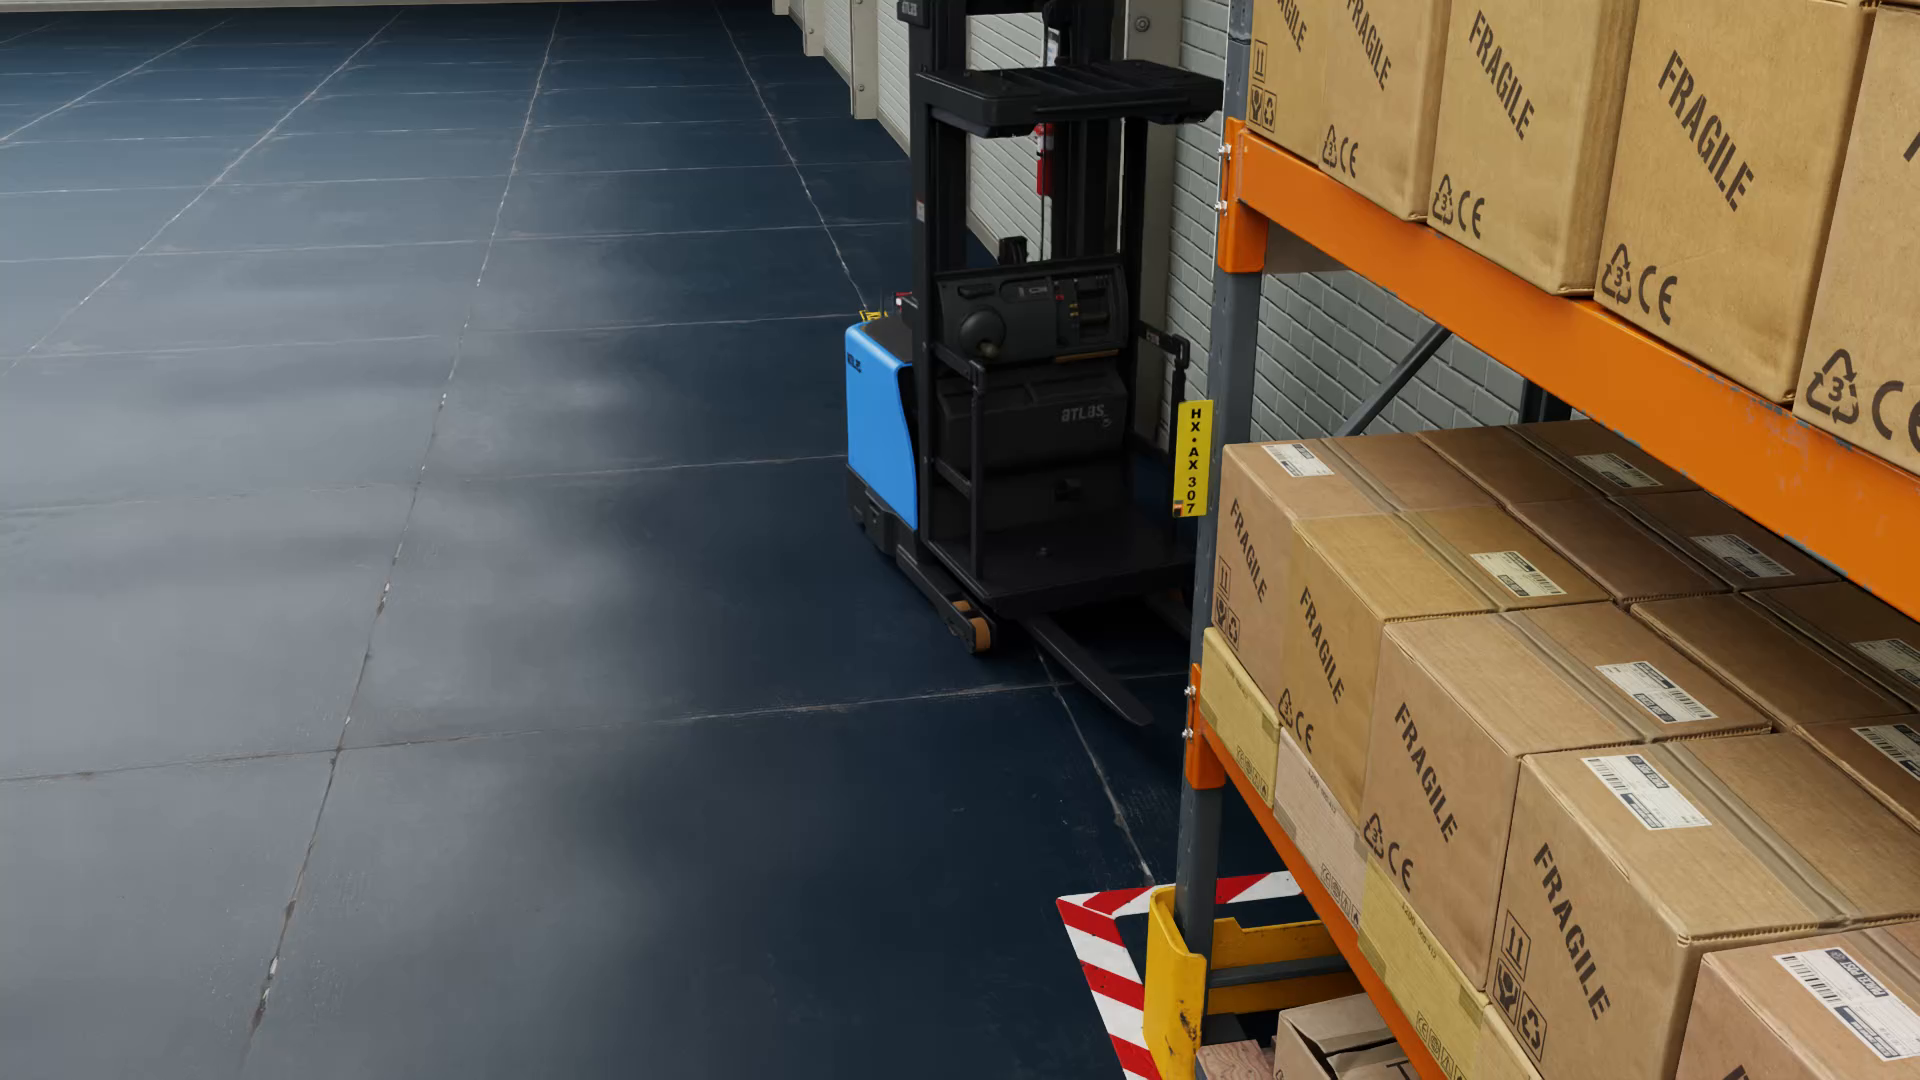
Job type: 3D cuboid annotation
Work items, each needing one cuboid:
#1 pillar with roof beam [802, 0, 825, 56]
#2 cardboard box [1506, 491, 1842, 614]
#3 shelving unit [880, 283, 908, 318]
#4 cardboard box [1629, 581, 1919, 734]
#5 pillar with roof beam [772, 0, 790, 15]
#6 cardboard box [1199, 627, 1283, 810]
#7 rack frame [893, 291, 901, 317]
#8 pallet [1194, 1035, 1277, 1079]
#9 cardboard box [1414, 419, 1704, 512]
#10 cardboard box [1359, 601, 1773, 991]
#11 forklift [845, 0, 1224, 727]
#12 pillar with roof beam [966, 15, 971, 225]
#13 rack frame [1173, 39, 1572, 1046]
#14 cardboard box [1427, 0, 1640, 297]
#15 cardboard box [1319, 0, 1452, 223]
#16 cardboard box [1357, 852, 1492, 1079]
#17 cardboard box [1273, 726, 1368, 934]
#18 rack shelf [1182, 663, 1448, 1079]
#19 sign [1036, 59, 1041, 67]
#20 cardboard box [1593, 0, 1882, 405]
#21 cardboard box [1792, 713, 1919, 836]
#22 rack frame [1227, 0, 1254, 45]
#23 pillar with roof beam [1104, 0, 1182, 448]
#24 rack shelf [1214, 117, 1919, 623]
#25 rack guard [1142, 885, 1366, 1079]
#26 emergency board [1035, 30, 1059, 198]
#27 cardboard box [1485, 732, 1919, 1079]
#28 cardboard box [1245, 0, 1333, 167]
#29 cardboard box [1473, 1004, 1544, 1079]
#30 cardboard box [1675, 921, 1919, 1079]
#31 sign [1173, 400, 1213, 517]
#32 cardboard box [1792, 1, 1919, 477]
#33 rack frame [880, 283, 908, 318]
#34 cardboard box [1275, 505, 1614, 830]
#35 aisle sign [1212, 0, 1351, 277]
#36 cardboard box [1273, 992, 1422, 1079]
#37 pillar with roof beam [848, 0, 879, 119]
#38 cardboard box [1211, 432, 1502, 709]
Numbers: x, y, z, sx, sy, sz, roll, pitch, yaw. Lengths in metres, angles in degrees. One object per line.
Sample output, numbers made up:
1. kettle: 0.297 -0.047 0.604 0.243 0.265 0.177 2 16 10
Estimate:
1. pillar with roof beam: -6.535 -11.517 23.877 9.100 9.000 0.400 -4 24 -10
2. cardboard box: 1.533 0.227 3.709 0.500 0.500 0.500 -4 24 -9
3. shelving unit: -0.279 -0.808 9.100 0.258 1.200 0.189 -10 25 -21
4. cardboard box: 1.633 0.430 3.244 0.500 0.500 0.500 -5 24 -11
5. pillar with roof beam: -7.645 -13.877 29.280 9.100 9.000 0.400 -4 24 -10
6. cardboard box: 0.932 0.417 4.209 0.500 0.250 0.500 -5 24 -11
7. rack frame: -0.243 -0.774 9.023 0.240 1.200 0.006 -10 25 -21
8. pallet: 1.283 1.772 4.428 1.003 0.211 1.213 -4 24 -10
9. cardboard box: 1.450 0.028 4.164 0.500 0.500 0.500 -5 24 -10
10. cardboard box: 1.118 0.467 3.158 0.500 0.500 0.500 -5 24 -11
11. forklift: 0.427 -1.019 7.421 1.130 2.935 3.031 -10 25 -21
12. pillar with roof beam: -4.316 -6.797 13.070 9.100 9.000 0.400 -4 24 -10
13. rack frame: 1.154 0.142 4.676 1.000 3.000 0.127 -4 24 -10
14. cardboard box: 1.134 -0.719 2.752 0.500 0.500 0.500 -3 24 -7
15. cardboard box: 1.034 -0.923 3.219 0.500 0.500 0.500 -3 24 -6
16. cardboard box: 1.130 0.821 3.284 0.500 0.250 0.500 -5 24 -11
17. cardboard box: 1.042 0.621 3.744 0.500 0.250 0.500 -5 24 -11
18. rack shelf: 1.524 1.259 3.019 1.077 0.370 4.000 -4 24 -10
19. sign: 0.596 -3.463 12.225 0.001 0.109 0.331 -4 24 -10
20. cardboard box: 1.254 -0.510 2.273 0.500 0.500 0.500 -3 24 -6
21. cardboard box: 1.726 0.628 2.790 0.500 0.500 0.500 -4 24 -9
22. rack frame: 1.154 -2.607 3.476 1.000 3.000 0.127 -4 24 -10
23. pillar with roof beam: -3.207 -4.437 7.666 9.100 9.000 0.400 -4 24 -10
24. rack shelf: 1.524 -0.116 2.419 1.077 0.370 4.000 -4 24 -10
25. rack guard: 1.168 1.318 5.108 1.175 0.500 0.348 -4 24 -10
26. emergency board: 0.604 -2.981 11.828 0.194 1.169 0.643 -4 24 -10
27. cardboard box: 1.225 0.669 2.695 0.500 0.500 0.500 -4 24 -8
28. cardboard box: 0.970 -1.137 3.708 0.500 0.500 0.500 -4 24 -8
29. cardboard box: 1.222 1.020 2.828 0.500 0.250 0.500 -4 24 -9
30. cardboard box: 1.322 0.874 2.227 0.500 0.500 0.500 -5 24 -11
31. sign: 0.621 -0.214 4.411 0.100 0.325 0.005 -4 24 -10
32. cardboard box: 1.337 -0.309 1.813 0.500 0.500 0.500 -5 24 -12
33. rack frame: -0.315 -0.841 9.177 0.240 1.200 0.006 -10 25 -21
34. cardboard box: 1.028 0.263 3.625 0.500 0.500 0.500 -4 24 -10
35. aisle sign: 0.846 -1.055 4.170 0.394 0.787 0.004 -4 24 -10
36. cardboard box: 1.193 1.452 4.488 0.500 0.311 0.500 -7 25 -16
37. pillar with roof beam: -5.426 -9.157 18.473 9.100 9.000 0.400 -4 24 -10
38. cardboard box: 0.947 0.068 4.071 0.500 0.500 0.500 -4 24 -10
